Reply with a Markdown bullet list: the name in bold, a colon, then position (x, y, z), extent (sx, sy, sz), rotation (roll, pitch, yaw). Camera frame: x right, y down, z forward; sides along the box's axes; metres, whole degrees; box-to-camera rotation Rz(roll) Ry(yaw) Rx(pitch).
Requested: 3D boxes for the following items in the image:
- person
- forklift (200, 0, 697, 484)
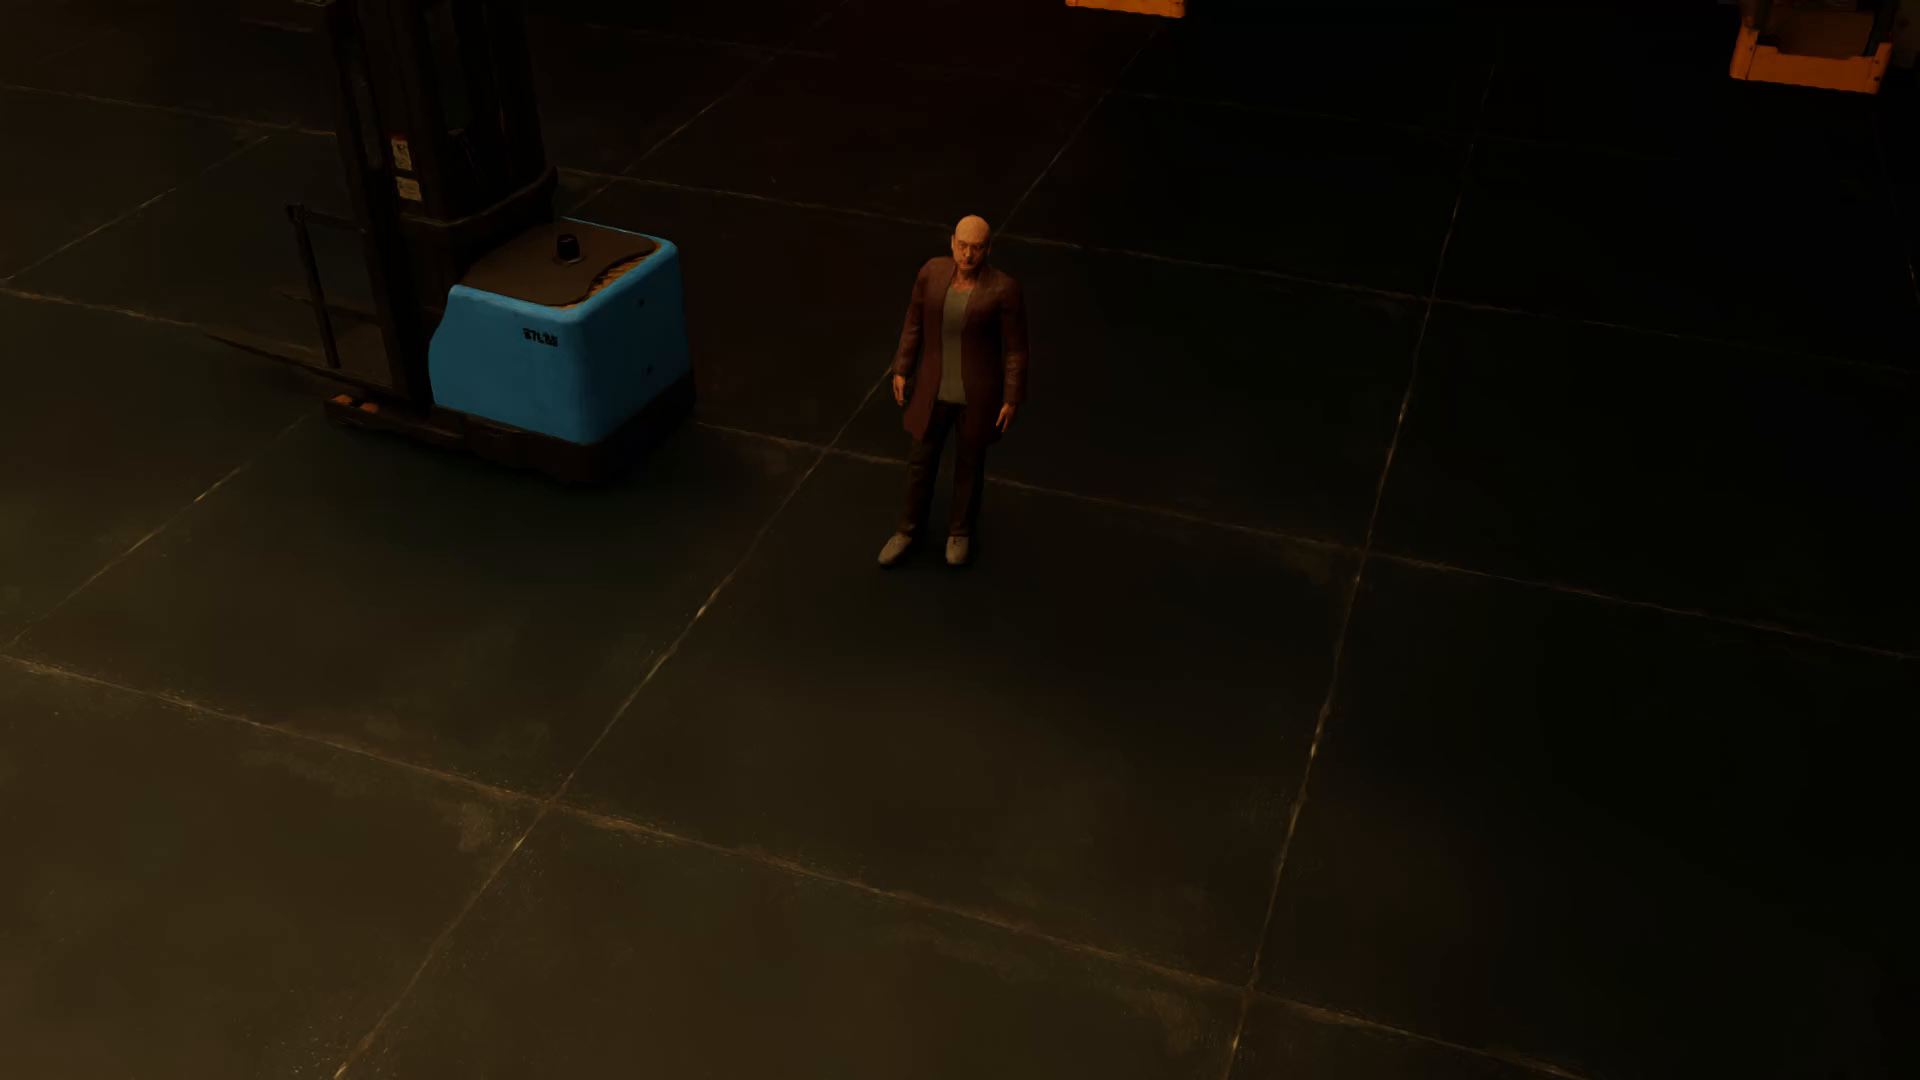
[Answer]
- **person**: position (-0.035, -0.682, 8.058), extent (0.694, 1.776, 0.580), rotation (12, 37, 16)
- **forklift**: position (-3.083, -2.075, 9.038), extent (3.031, 2.935, 1.130), rotation (16, 38, 21)
